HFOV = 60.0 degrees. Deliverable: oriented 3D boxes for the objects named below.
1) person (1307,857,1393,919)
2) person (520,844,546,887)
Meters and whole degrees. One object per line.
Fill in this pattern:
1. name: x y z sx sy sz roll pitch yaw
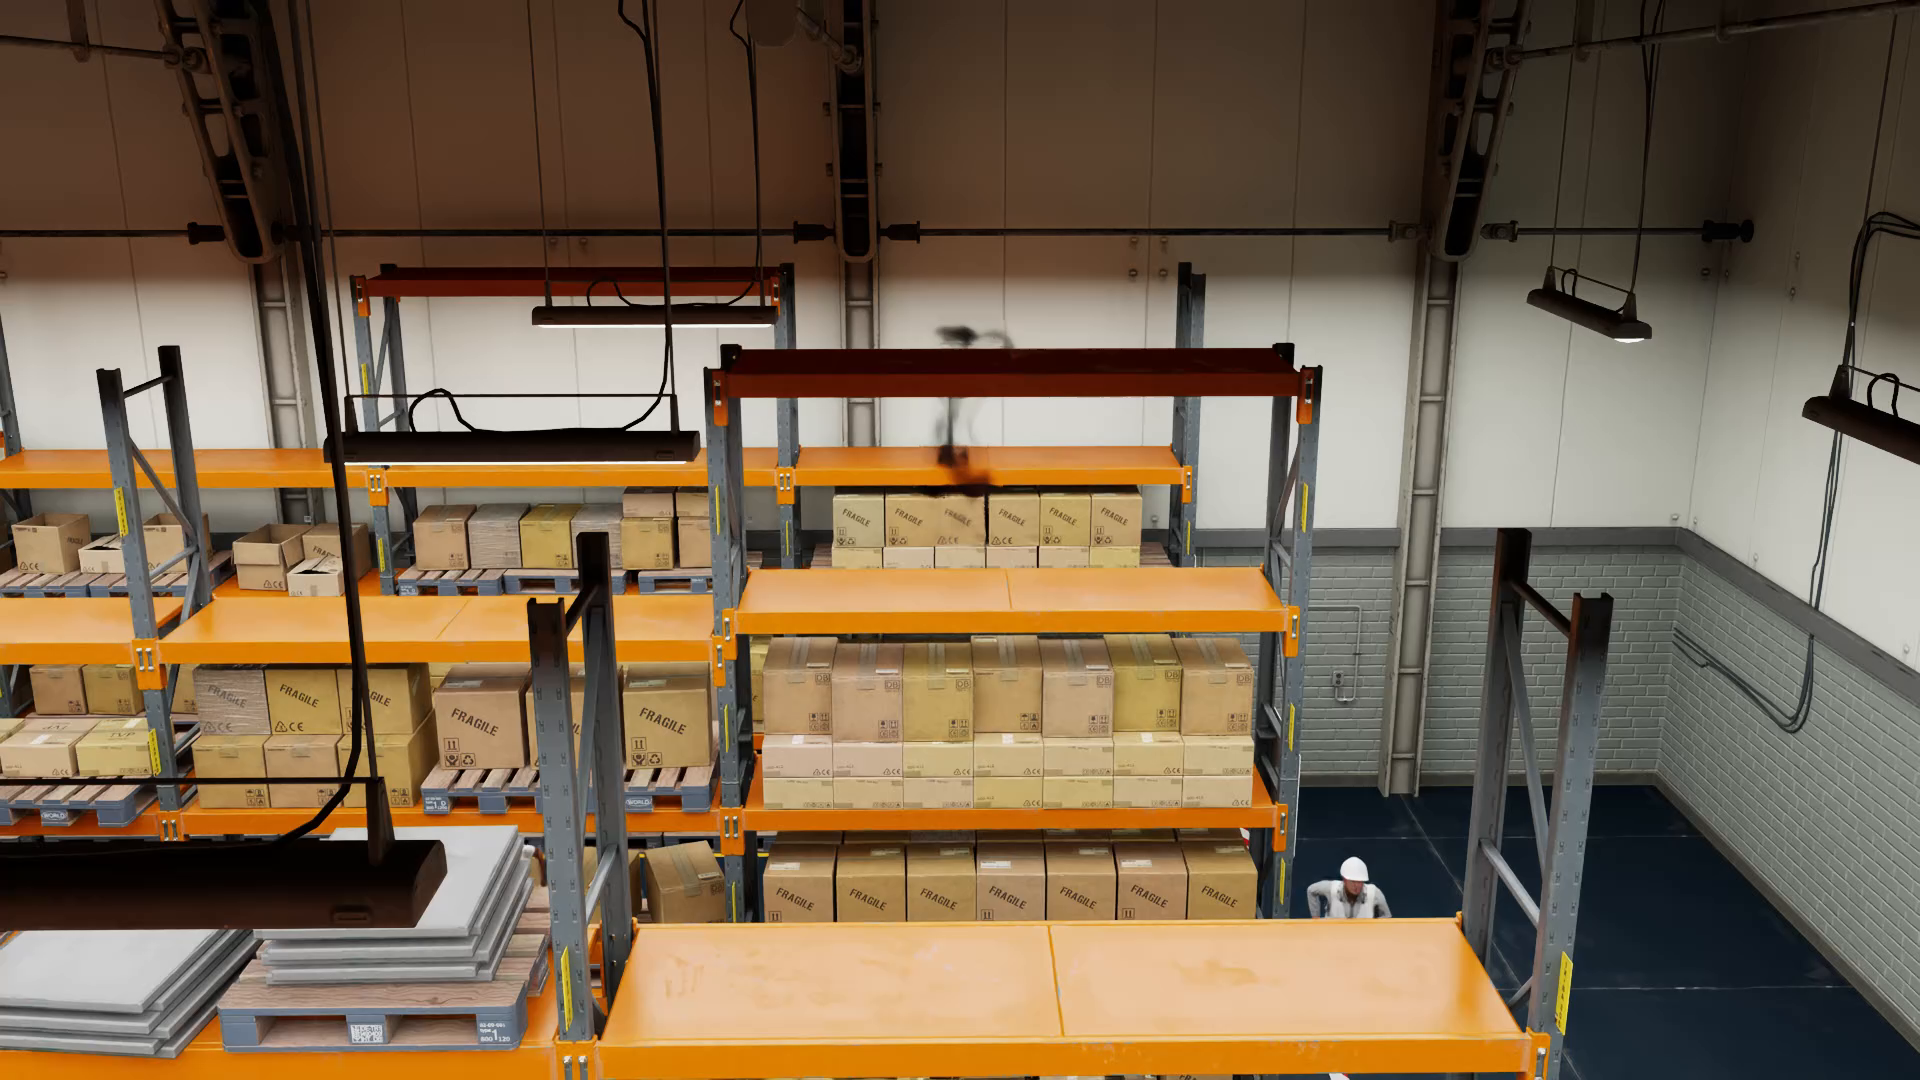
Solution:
1. person: 3.220 3.371 13.889 0.658 1.786 1.025 0 16 0
2. person: -3.881 3.236 14.541 0.798 1.608 0.561 -3 16 -9
